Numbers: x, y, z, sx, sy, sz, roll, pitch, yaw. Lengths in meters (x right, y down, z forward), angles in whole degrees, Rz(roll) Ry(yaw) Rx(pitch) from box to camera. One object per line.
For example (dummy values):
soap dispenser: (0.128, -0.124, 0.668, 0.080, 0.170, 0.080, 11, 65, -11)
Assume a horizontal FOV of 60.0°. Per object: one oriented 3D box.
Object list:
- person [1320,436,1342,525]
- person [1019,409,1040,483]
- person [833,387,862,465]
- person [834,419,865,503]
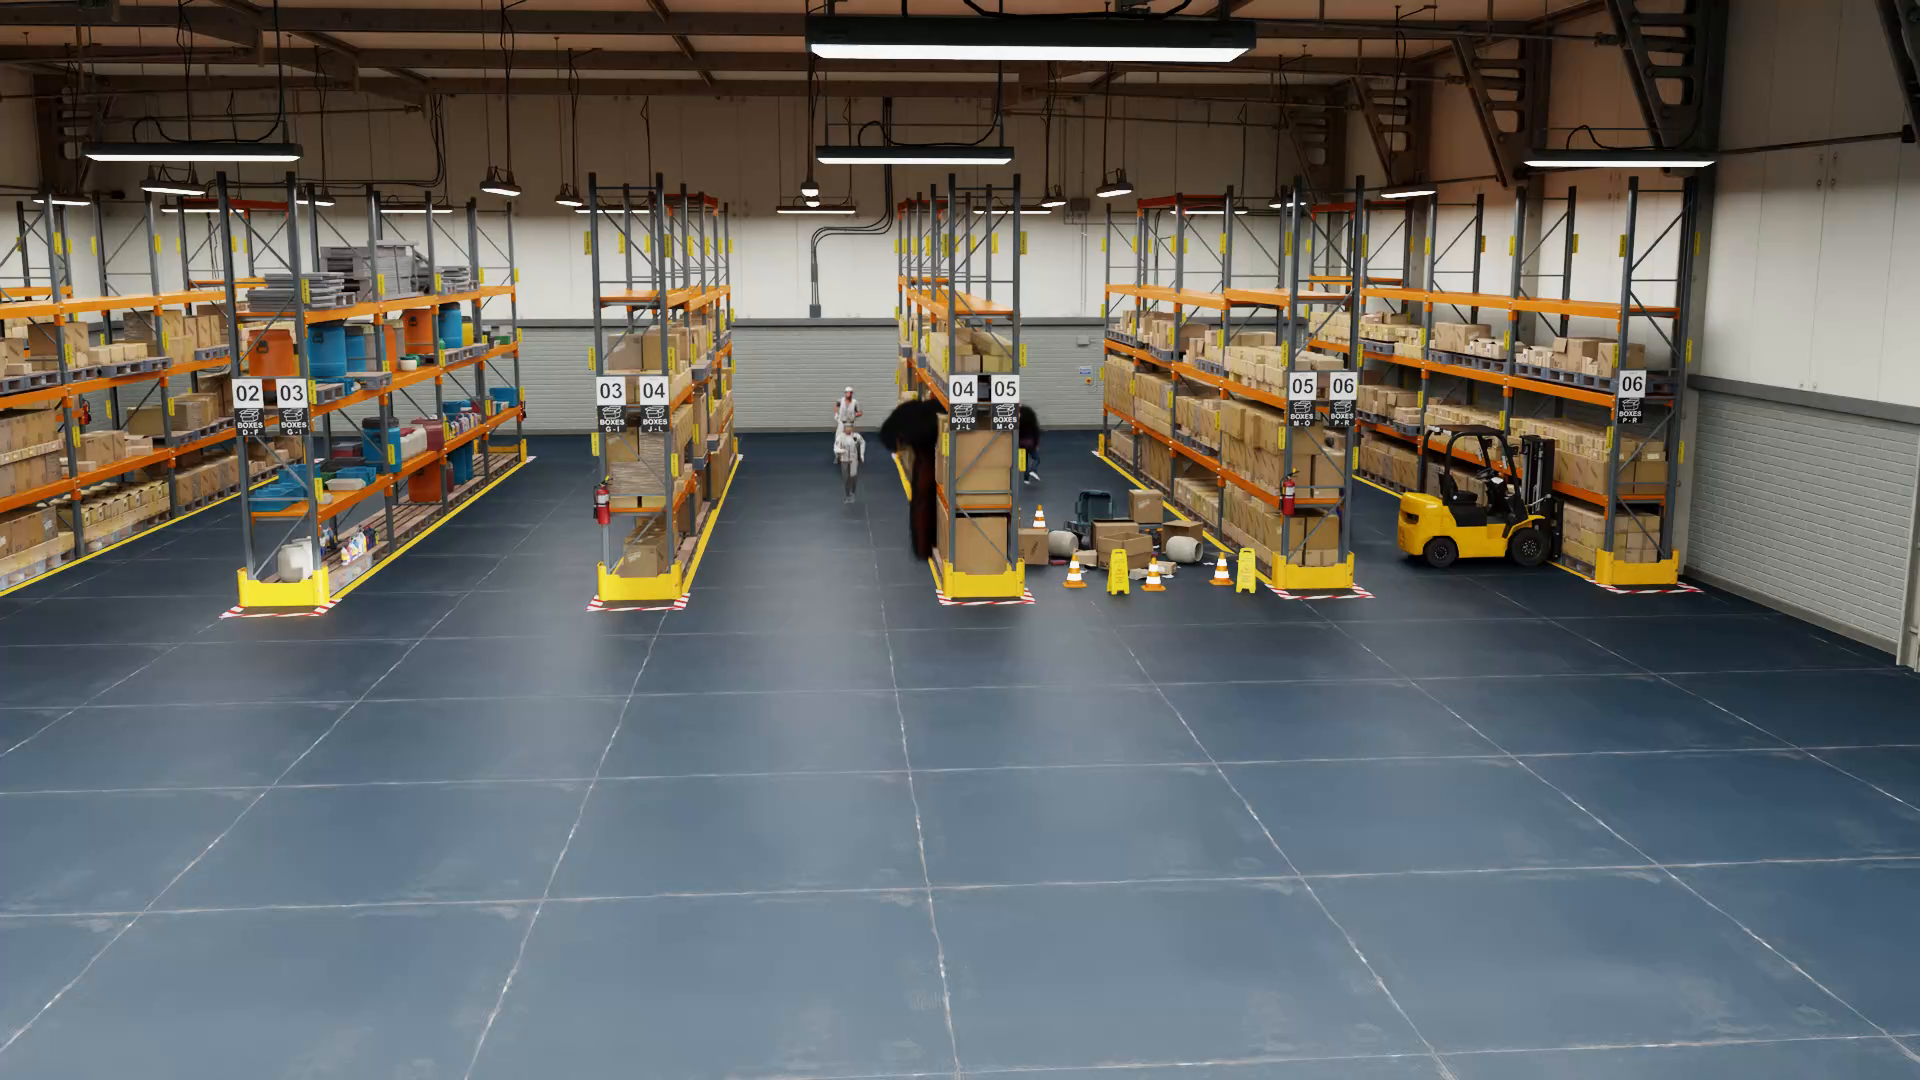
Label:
person: (6.684, -1.043, 29.957, 0.607, 1.637, 0.958, -2, 10, -10)
person: (1.472, -1.972, 35.273, 0.574, 1.571, 0.495, 4, 11, 20)
person: (-2.610, -2.656, 38.680, 0.680, 1.817, 0.725, 0, 10, -2)
person: (-2.115, -1.495, 31.763, 0.570, 1.652, 0.835, 0, 10, 2)
